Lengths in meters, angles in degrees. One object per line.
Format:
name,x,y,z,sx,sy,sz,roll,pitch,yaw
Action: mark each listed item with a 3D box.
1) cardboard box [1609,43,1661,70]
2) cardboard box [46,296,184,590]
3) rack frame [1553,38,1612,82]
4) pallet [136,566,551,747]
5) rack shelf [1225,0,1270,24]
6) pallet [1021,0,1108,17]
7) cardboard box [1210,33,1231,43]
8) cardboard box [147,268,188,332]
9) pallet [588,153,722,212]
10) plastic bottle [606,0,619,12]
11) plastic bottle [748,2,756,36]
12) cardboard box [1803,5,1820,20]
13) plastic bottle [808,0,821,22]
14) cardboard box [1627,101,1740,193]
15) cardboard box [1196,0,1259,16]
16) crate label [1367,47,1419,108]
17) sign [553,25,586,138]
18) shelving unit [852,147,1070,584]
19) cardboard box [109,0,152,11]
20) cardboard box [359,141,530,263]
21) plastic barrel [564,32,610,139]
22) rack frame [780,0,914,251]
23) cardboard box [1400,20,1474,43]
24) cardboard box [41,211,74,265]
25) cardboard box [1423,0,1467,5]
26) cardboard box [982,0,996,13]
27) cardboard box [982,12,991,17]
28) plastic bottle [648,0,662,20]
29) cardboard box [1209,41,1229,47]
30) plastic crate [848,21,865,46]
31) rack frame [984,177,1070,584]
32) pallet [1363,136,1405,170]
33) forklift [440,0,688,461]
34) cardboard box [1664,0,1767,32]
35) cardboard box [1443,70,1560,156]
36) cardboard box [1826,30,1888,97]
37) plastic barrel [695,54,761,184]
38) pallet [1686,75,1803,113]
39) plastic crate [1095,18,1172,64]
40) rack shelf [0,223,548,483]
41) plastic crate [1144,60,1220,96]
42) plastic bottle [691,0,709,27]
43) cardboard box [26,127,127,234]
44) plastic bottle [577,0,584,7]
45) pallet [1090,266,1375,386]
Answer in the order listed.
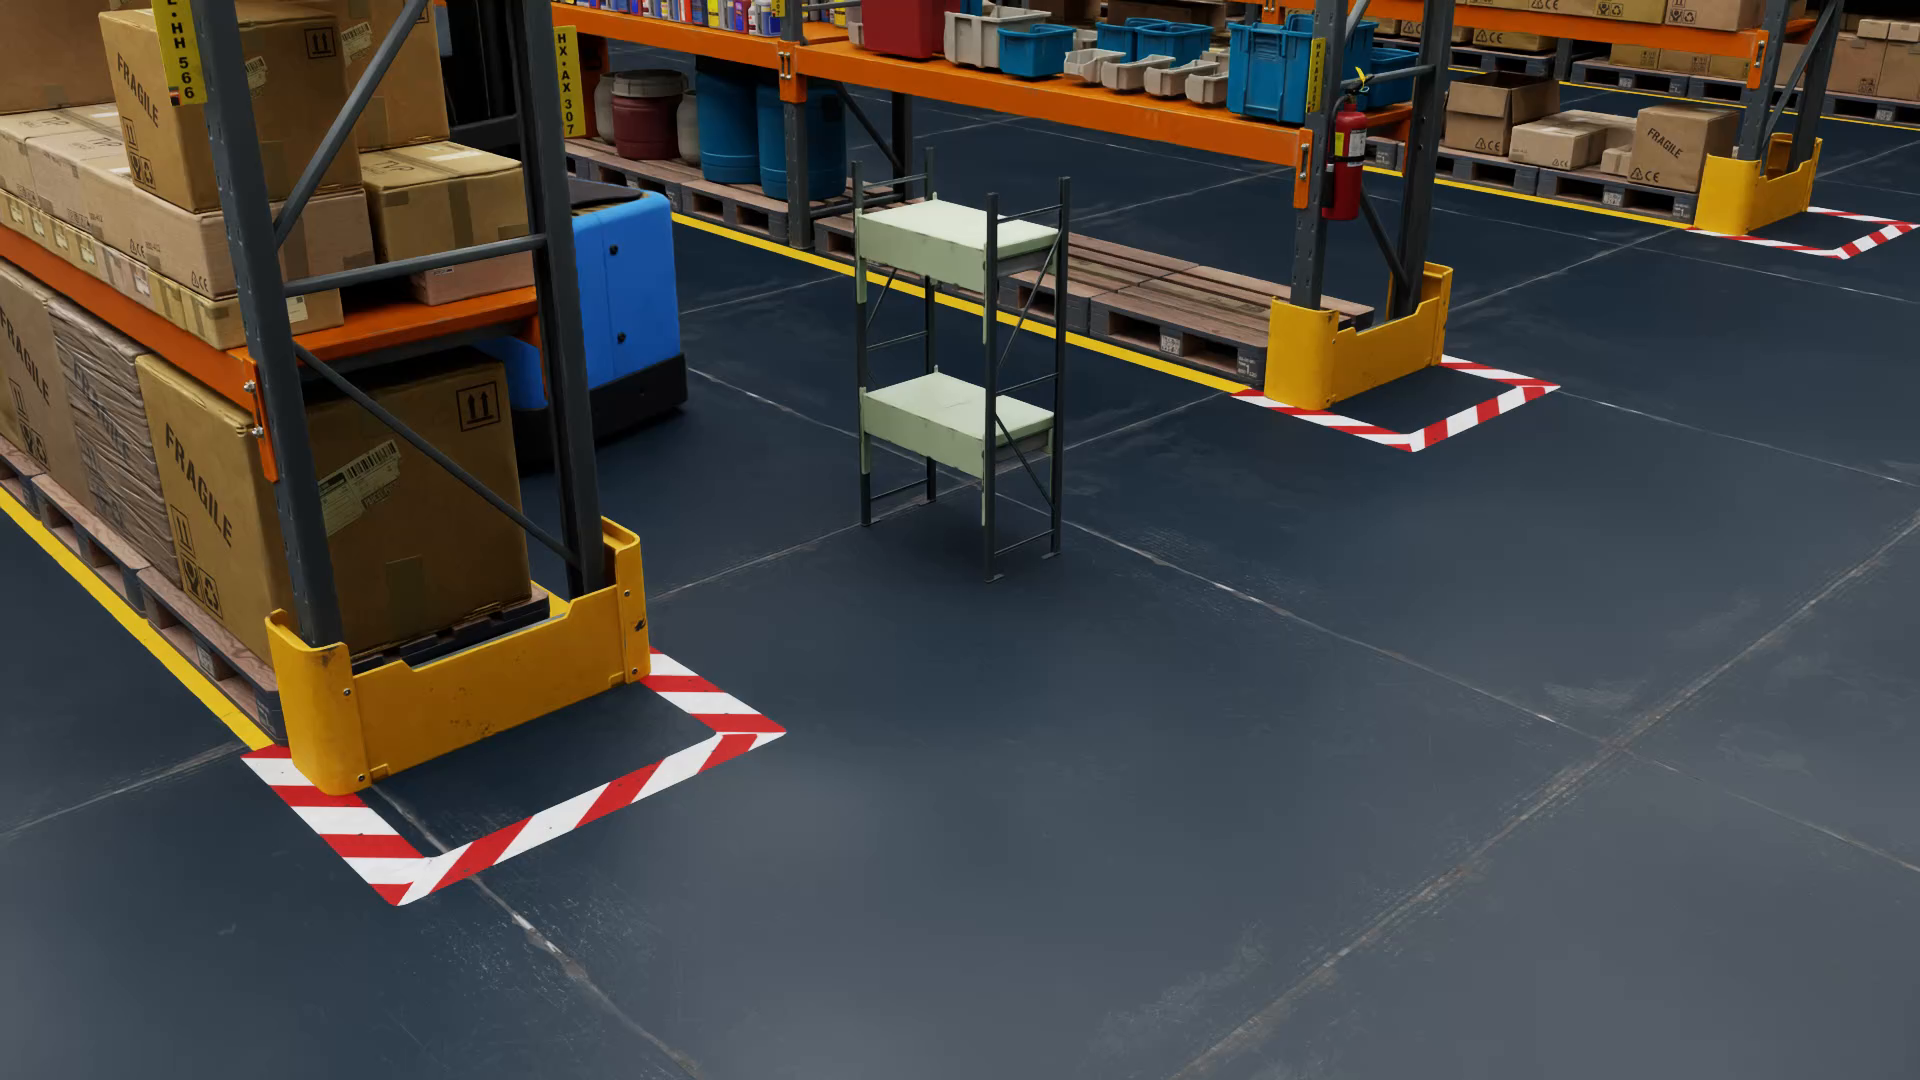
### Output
cardboard box,6.948,-5.027,16.660,0.700,0.500,0.500,-21,32,-38
cardboard box,-2.719,-0.472,6.225,0.875,0.875,0.875,-21,32,-38
rack frame,6.512,-6.228,16.789,1.000,3.000,0.127,-21,32,-38
pallet,-2.205,0.248,5.953,1.003,0.211,1.213,-21,32,-38
rack shelf,1.531,-5.101,15.183,1.077,0.370,4.000,-21,32,-38
pallet,1.577,-7.148,22.164,1.003,0.211,1.213,-21,32,-38
cardboard box,2.373,-4.259,14.953,0.500,0.500,0.500,-21,32,-38
cardboard box,-2.264,-0.779,5.147,0.380,0.149,0.250,-21,32,-38
pallet,-2.055,-2.765,12.556,1.003,0.211,1.213,-21,32,-38
plastic bottle,-2.446,-3.930,11.901,0.152,0.276,0.135,-21,32,-38
plastic bottle,-1.325,-3.383,10.790,0.097,0.201,0.097,0,25,0
cardboard box,8.058,-4.952,15.714,0.380,0.149,0.250,-21,32,-38
plastic bottle,-1.008,-3.721,11.441,0.152,0.276,0.135,-21,32,-38
cardboard box,5.081,-2.768,11.685,0.500,0.500,0.500,-21,32,-38
cardboard box,3.247,-6.706,20.318,0.700,0.500,0.500,-21,32,-38
crate label,2.085,-2.325,8.363,0.416,0.233,0.303,-21,32,-38
sign,-1.192,-1.386,5.037,0.100,0.325,0.005,-21,32,-38
shelving unit,-0.005,-0.684,6.443,0.431,1.500,0.755,-21,32,-38
cardboard box,-3.487,-2.205,6.888,0.500,0.500,0.500,-21,32,-38
cardboard box,-1.733,-1.090,5.348,0.500,0.250,0.500,-22,33,-40
plastic barrel,-3.107,-3.690,13.334,0.600,0.830,0.708,-21,32,-38
rack frame,-0.720,-3.418,10.628,1.000,3.000,0.127,-21,32,-38
cardboard box,5.363,-5.870,18.087,0.750,0.750,0.750,-20,31,-37
cardboard box,-2.962,-1.089,5.825,0.380,0.149,0.250,-21,32,-38
cardboard box,3.740,-4.329,12.505,0.500,0.500,0.500,-21,32,-39
cardboard box,0.021,-5.471,17.260,0.500,0.311,0.500,-20,31,-37
cardboard box,0.267,-4.878,16.310,0.500,0.500,0.500,-20,31,-36
plastic bottle,-2.070,-3.764,11.536,0.152,0.276,0.135,-21,32,-38
cardboard box,2.020,-4.105,14.616,0.500,0.500,0.500,-21,32,-38
plastic crate,-0.506,-3.144,10.272,0.396,0.136,0.243,-21,32,-38
rack frame,0.246,-0.573,6.200,0.400,1.500,0.023,-21,32,-38
pallet,3.367,-3.345,13.828,1.003,0.211,1.213,-21,32,-38
forklift,-2.838,-2.121,7.868,3.031,2.935,1.130,15,28,30
cardboard box,5.127,-3.714,11.157,0.500,0.500,0.500,-20,31,-37
cardboard box,4.186,-3.319,12.888,0.797,0.503,0.637,-21,32,-38
cardboard box,8.352,-4.406,15.299,0.700,0.500,0.500,-21,32,-39
plastic barrel,-1.563,-3.038,11.819,0.600,0.901,0.708,-21,32,-38
pallet,7.812,-4.337,16.003,1.003,0.211,1.213,-21,32,-38
plastic crate,0.980,-2.815,9.436,0.416,0.233,0.300,-21,32,-38
rack shelf,-2.969,-1.080,6.369,1.077,0.370,4.000,-21,32,-38
plastic crate,1.137,-2.401,8.644,0.396,0.136,0.243,-21,32,-38
plastic bottle,-1.714,-3.637,11.168,0.144,0.351,0.185,-21,32,-38
cardboard box,-2.821,-1.248,5.693,0.500,0.250,0.500,22,33,40
plastic bottle,-2.770,-4.055,12.180,0.097,0.271,0.097,0,25,0
pallet,1.479,-1.198,9.122,1.003,0.211,1.213,-21,32,-38
